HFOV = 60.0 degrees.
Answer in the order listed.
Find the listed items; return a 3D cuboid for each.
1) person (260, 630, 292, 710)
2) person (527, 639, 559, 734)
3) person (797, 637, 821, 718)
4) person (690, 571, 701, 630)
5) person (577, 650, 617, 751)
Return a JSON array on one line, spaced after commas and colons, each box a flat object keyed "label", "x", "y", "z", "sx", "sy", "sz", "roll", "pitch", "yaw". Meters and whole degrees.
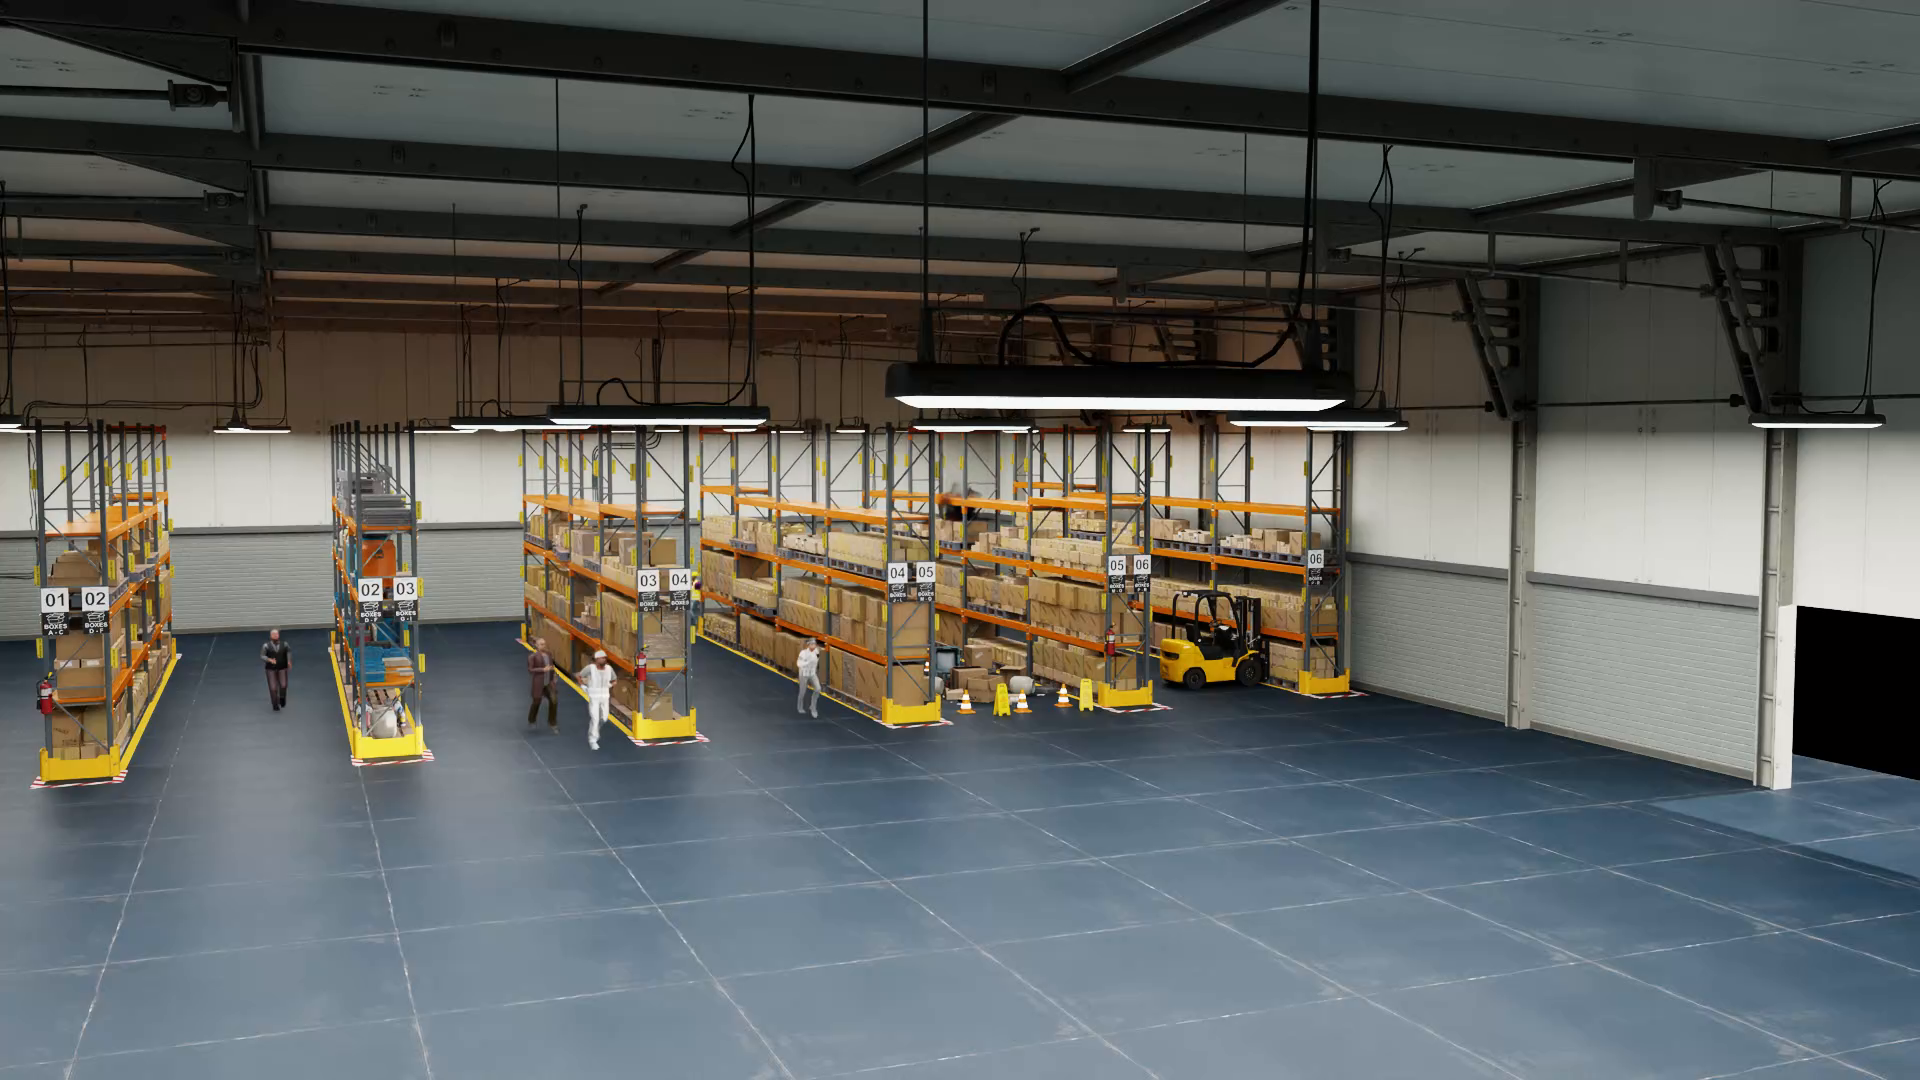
[{"label": "person", "x": -14.222, "y": 2.708, "z": 34.640, "sx": 0.643, "sy": 1.682, "sz": 0.603, "roll": -2, "pitch": 4, "yaw": -27}, {"label": "person", "x": -8.076, "y": 2.820, "z": 32.133, "sx": 0.672, "sy": 1.842, "sz": 0.863, "roll": -3, "pitch": 5, "yaw": -42}, {"label": "person", "x": -3.094, "y": 2.776, "z": 33.847, "sx": 0.599, "sy": 1.653, "sz": 0.871, "roll": -2, "pitch": 4, "yaw": -29}, {"label": "person", "x": -7.811, "y": 1.787, "z": 48.878, "sx": 0.638, "sy": 1.761, "sz": 0.789, "roll": -2, "pitch": 4, "yaw": -35}, {"label": "person", "x": -6.666, "y": 2.923, "z": 30.784, "sx": 0.704, "sy": 1.766, "sz": 0.979, "roll": -3, "pitch": 4, "yaw": -36}]
